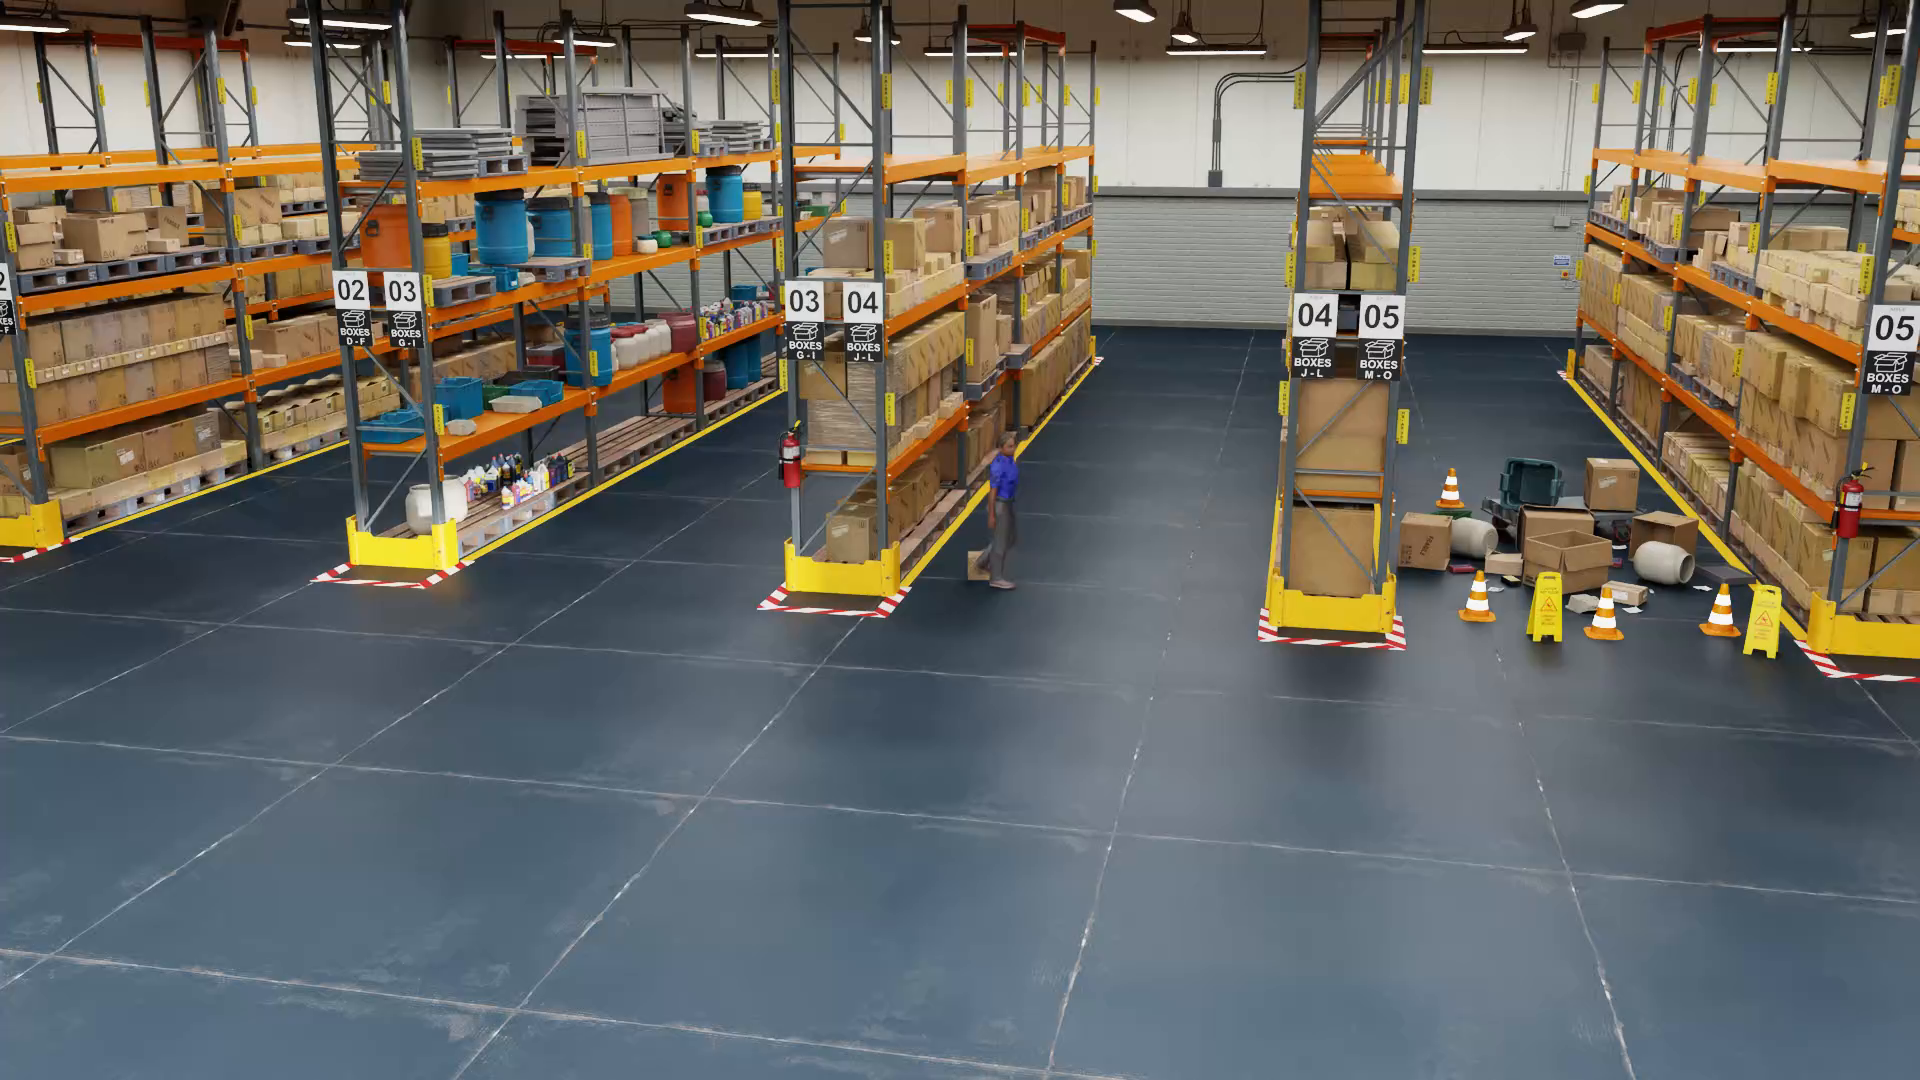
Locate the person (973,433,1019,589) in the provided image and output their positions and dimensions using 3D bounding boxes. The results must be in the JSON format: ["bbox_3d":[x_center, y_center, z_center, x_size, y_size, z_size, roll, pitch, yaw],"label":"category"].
[{"bbox_3d":[0.358,-0.322,17.242,0.520,1.648,0.547,5,16,19],"label":"person"}]
